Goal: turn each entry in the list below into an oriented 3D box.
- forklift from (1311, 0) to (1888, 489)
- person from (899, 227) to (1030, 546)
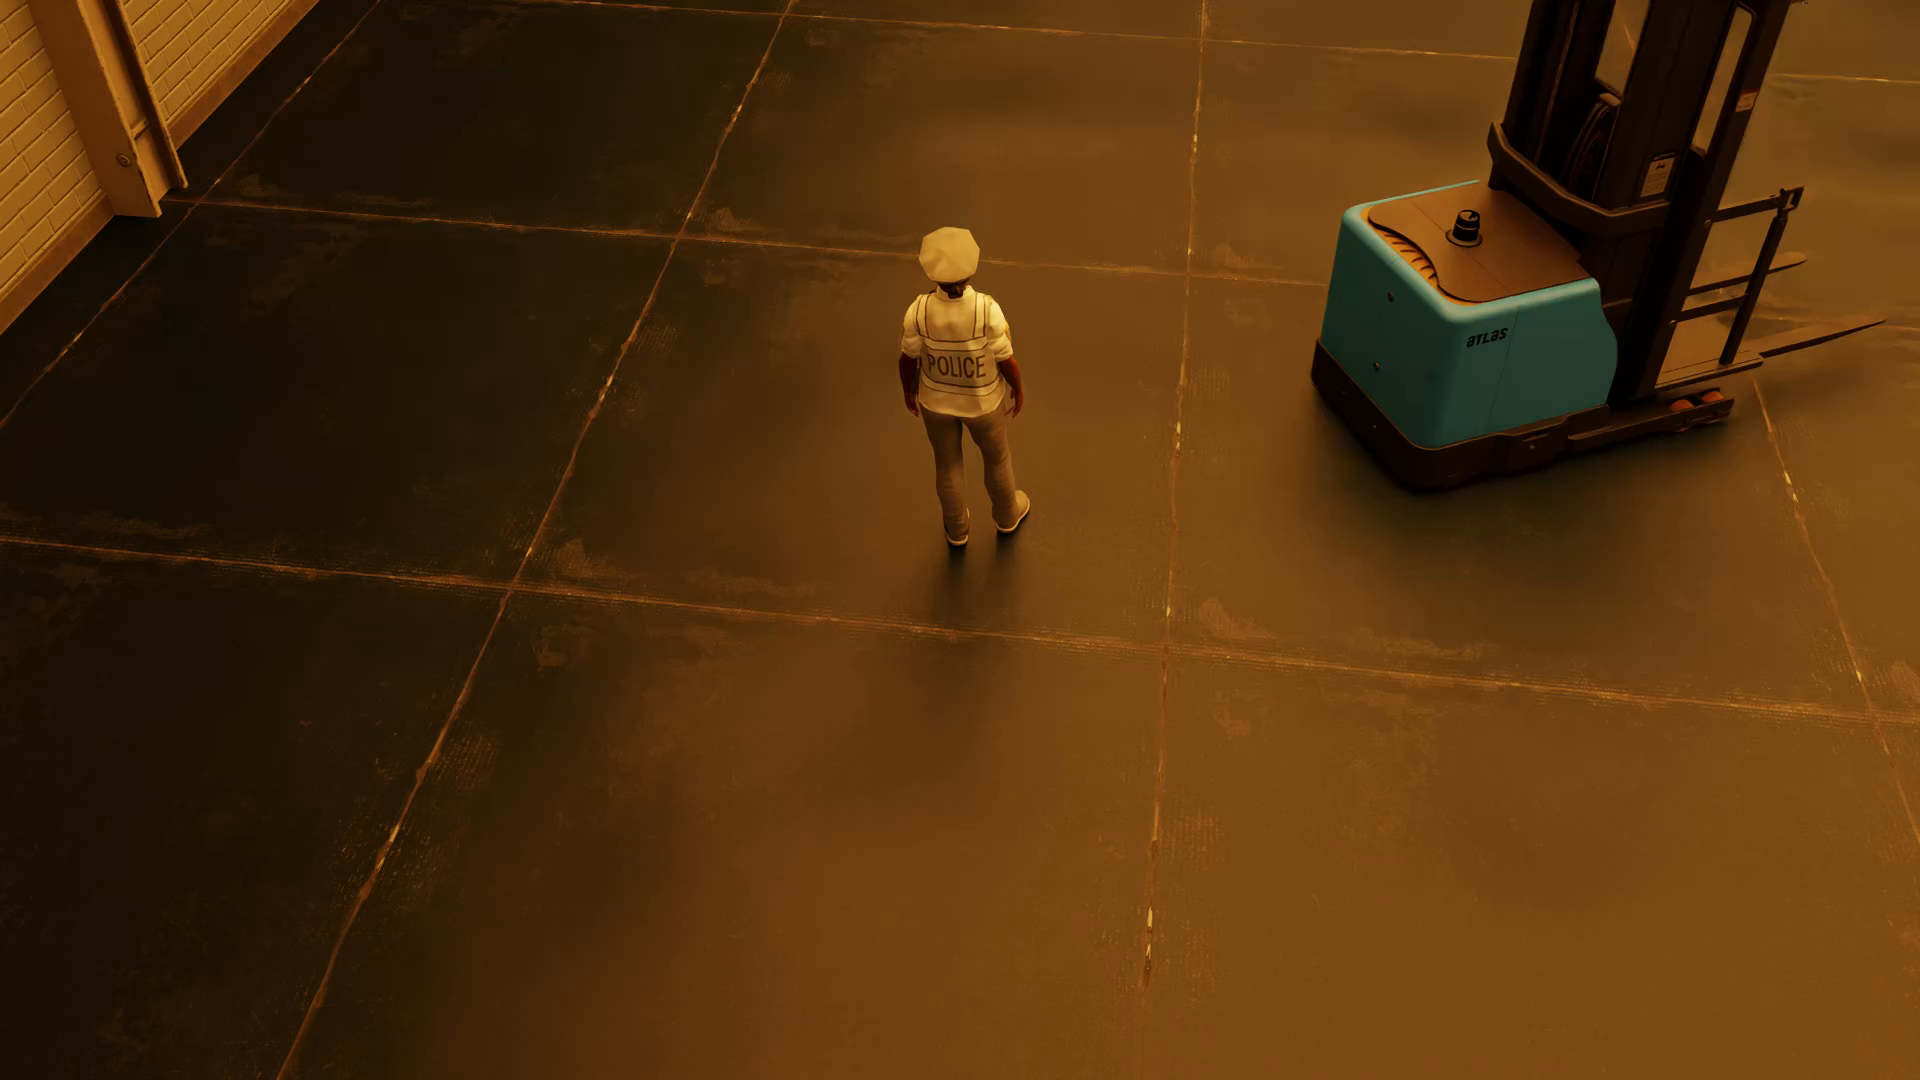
[{"bbox_3d":[3.409,-1.950,7.847,3.031,2.935,1.130,-14,44,-15],"label":"forklift"},{"bbox_3d":[0.029,-0.678,7.366,0.570,1.697,0.528,5,43,6],"label":"person"}]
